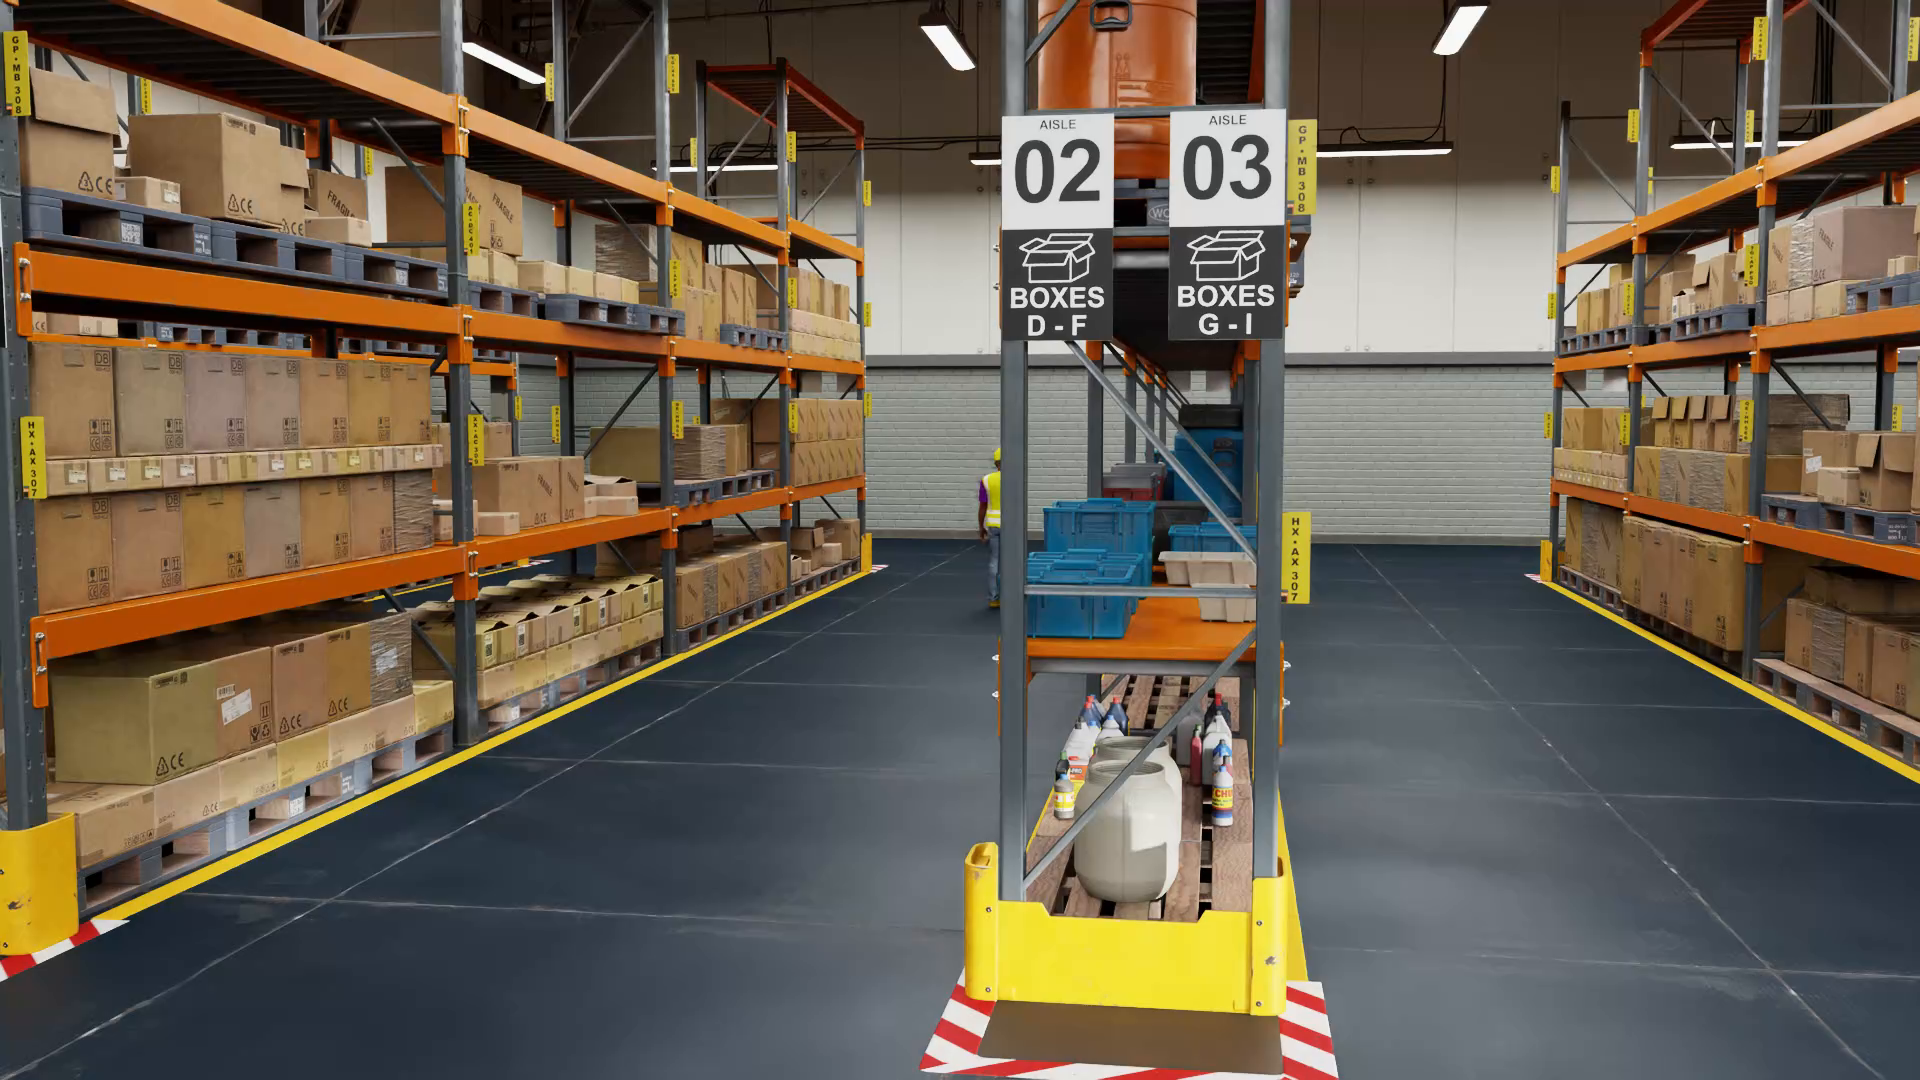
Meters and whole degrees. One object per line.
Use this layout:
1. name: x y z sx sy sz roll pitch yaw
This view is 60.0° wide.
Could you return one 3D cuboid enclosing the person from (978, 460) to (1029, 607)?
1. person: 12.238 -3.864 19.512 21.500 9.000 11.653 2 5 21
